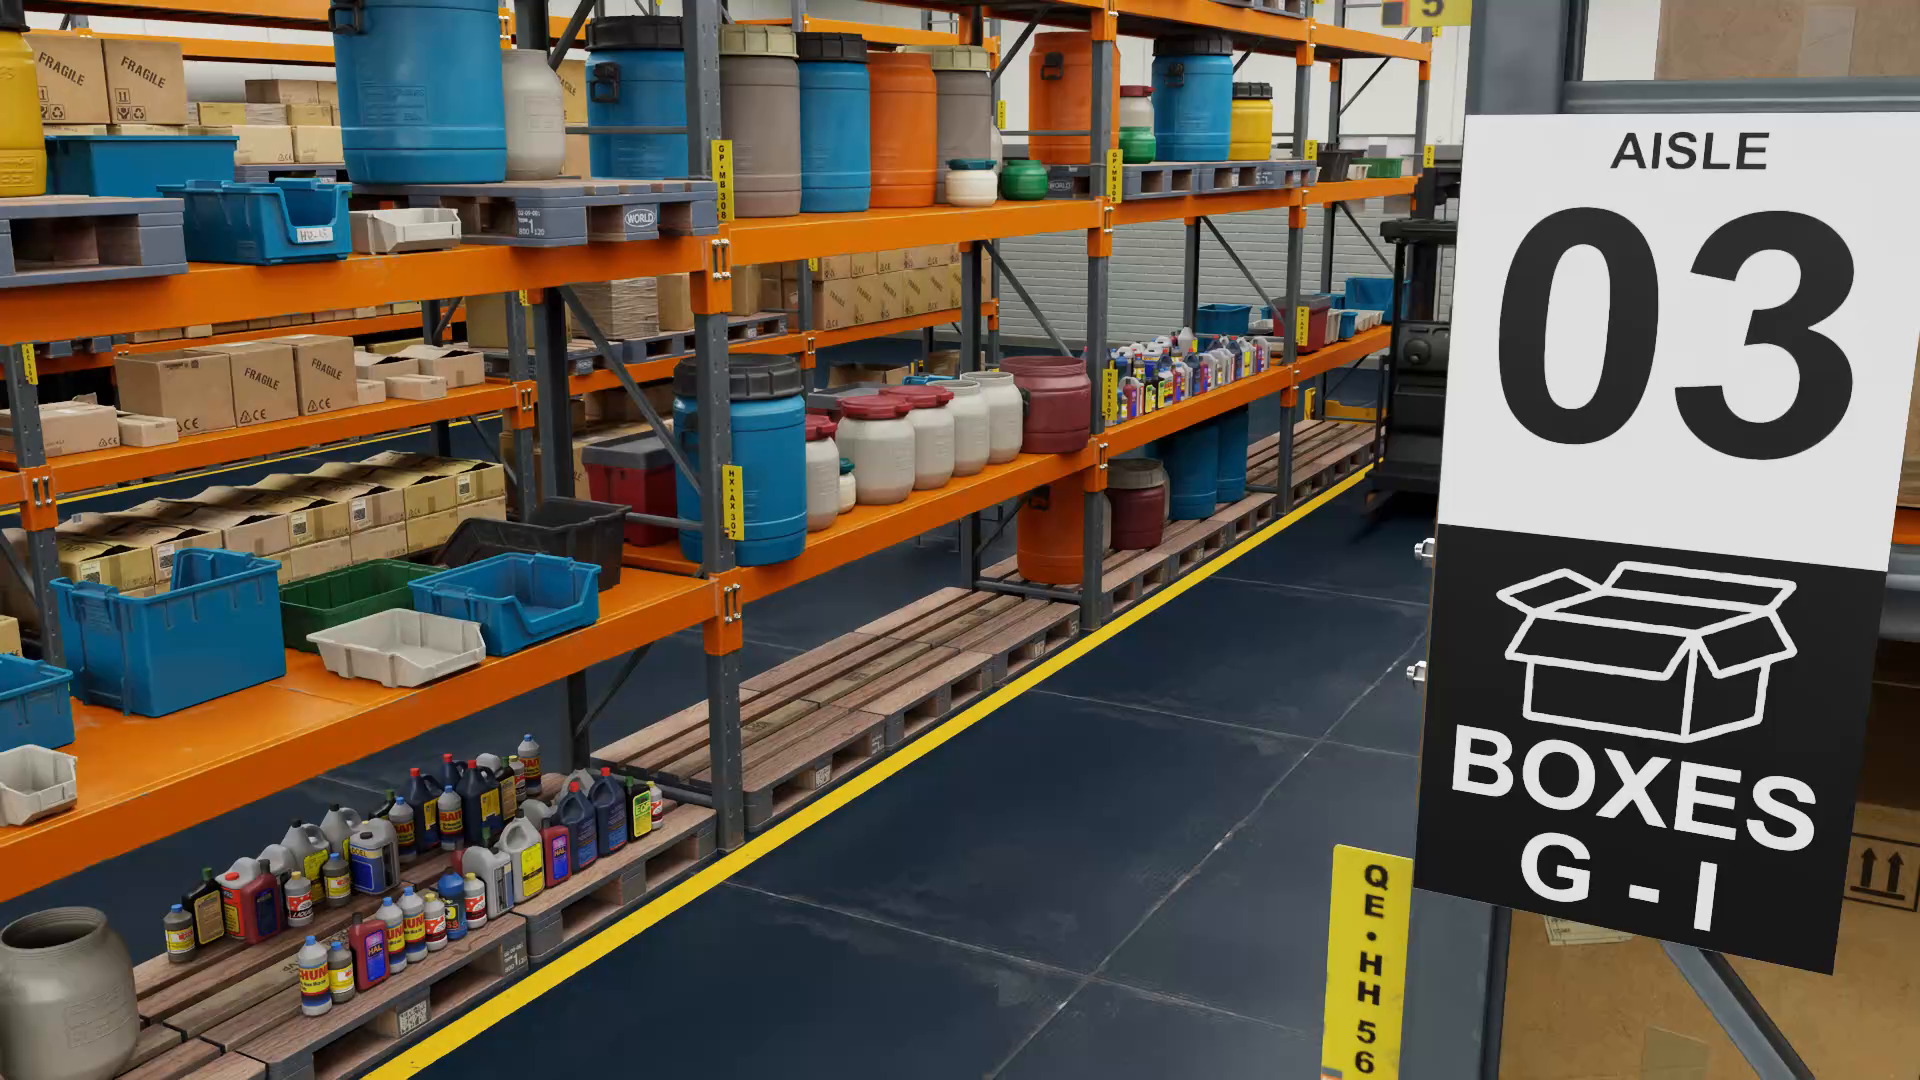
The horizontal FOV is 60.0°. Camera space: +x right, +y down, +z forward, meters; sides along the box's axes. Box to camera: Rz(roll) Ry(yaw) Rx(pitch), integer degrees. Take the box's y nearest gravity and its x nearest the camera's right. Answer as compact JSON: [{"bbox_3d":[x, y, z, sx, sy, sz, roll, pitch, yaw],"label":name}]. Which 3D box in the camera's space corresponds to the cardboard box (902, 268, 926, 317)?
[{"bbox_3d":[-0.709,-2.730,18.243,0.500,0.500,0.500,7,15,27],"label":"cardboard box"}]

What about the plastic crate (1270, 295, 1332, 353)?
[{"bbox_3d":[3.059,-1.948,14.950,0.402,0.464,0.583,7,15,28],"label":"plastic crate"}]

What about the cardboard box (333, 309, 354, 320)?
[{"bbox_3d":[-6.699,-2.436,17.730,0.380,0.149,0.250,7,15,28],"label":"cardboard box"}]

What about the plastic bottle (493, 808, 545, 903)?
[{"bbox_3d":[-1.768,1.252,6.652,0.144,0.351,0.185,7,15,28],"label":"plastic bottle"}]

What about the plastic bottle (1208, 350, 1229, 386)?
[{"bbox_3d":[2.014,-1.349,12.995,0.152,0.276,0.135,7,15,28],"label":"plastic bottle"}]

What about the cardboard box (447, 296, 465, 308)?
[{"bbox_3d":[-5.989,-3.111,19.397,0.980,0.700,0.700,8,16,29],"label":"cardboard box"}]

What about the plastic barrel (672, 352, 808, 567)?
[{"bbox_3d":[-1.008,-0.380,7.642,0.600,0.901,0.708,7,15,28],"label":"plastic barrel"}]

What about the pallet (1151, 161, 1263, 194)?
[{"bbox_3d":[1.568,-2.695,12.313,1.003,0.211,1.213,7,15,28],"label":"pallet"}]

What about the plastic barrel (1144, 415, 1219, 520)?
[{"bbox_3d":[1.787,-0.662,13.462,0.600,0.901,0.708,7,15,28],"label":"plastic barrel"}]

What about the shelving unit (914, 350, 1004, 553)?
[{"bbox_3d":[-0.003,-0.728,13.352,0.431,1.500,0.755,7,15,28],"label":"shelving unit"}]

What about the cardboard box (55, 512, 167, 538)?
[{"bbox_3d":[-5.604,-0.017,10.978,0.500,0.311,0.500,8,16,30],"label":"cardboard box"}]

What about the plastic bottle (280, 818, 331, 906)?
[{"bbox_3d":[-2.600,1.265,6.601,0.144,0.351,0.185,8,16,30],"label":"plastic bottle"}]

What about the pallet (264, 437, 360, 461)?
[{"bbox_3d":[-7.161,-1.082,17.571,1.003,0.211,1.213,7,15,28],"label":"pallet"}]

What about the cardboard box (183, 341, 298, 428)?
[{"bbox_3d":[-4.912,-1.069,11.354,0.500,0.500,0.500,7,15,28],"label":"cardboard box"}]

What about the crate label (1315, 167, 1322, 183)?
[{"bbox_3d":[2.897,-3.131,14.282,0.293,0.136,0.466,7,15,28],"label":"crate label"}]

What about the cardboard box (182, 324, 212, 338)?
[{"bbox_3d":[-7.505,-2.060,16.169,0.380,0.149,0.250,8,16,30],"label":"cardboard box"}]

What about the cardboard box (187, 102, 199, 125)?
[{"bbox_3d":[-7.805,-3.976,16.075,0.700,0.500,0.500,6,15,25],"label":"cardboard box"}]

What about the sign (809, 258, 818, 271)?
[{"bbox_3d":[-1.439,-2.796,16.260,0.100,0.325,0.005,7,15,28],"label":"sign"}]

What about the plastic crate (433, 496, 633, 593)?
[{"bbox_3d":[-1.824,0.031,7.136,0.767,0.338,0.504,7,15,28],"label":"plastic crate"}]

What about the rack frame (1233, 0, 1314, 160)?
[{"bbox_3d":[2.407,-4.650,13.619,1.000,3.000,0.127,7,15,28],"label":"rack frame"}]

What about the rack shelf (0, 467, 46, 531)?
[{"bbox_3d":[-6.761,0.106,8.228,1.077,0.370,4.000,7,15,28],"label":"rack shelf"}]

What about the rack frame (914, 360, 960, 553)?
[{"bbox_3d":[-0.180,-0.653,13.041,0.400,1.500,0.023,7,15,28],"label":"rack frame"}]

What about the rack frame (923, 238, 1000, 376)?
[{"bbox_3d":[0.007,-3.116,20.058,1.000,3.000,0.127,7,15,28],"label":"rack frame"}]

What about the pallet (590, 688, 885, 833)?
[{"bbox_3d":[-1.114,1.098,8.528,1.003,0.211,1.213,7,15,28],"label":"pallet"}]

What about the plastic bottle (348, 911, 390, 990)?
[{"bbox_3d":[-2.119,1.454,5.958,0.061,0.283,0.133,8,16,29],"label":"plastic bottle"}]

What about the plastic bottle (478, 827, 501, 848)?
[{"bbox_3d":[-1.870,1.279,6.686,0.061,0.283,0.133,7,15,28],"label":"plastic bottle"}]

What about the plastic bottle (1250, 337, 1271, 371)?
[{"bbox_3d":[2.500,-1.555,13.850,0.152,0.276,0.135,7,15,28],"label":"plastic bottle"}]

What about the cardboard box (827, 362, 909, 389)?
[{"bbox_3d":[-1.023,-1.681,18.496,0.797,0.503,0.637,7,15,28],"label":"cardboard box"}]

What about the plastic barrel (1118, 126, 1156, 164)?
[{"bbox_3d":[1.187,-2.691,11.330,0.294,0.245,0.294,0,14,0],"label":"plastic barrel"}]

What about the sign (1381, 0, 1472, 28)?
[{"bbox_3d":[0.466,-0.666,1.605,0.100,0.325,0.005,7,15,28],"label":"sign"}]

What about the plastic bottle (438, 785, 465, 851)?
[{"bbox_3d":[-2.178,1.183,7.111,0.097,0.271,0.097,0,14,0],"label":"plastic bottle"}]

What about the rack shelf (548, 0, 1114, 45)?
[{"bbox_3d":[-0.493,-2.874,8.644,1.077,0.370,4.000,7,15,28],"label":"rack shelf"}]

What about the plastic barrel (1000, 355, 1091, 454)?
[{"bbox_3d":[0.515,-0.849,10.365,0.600,0.536,0.708,7,15,28],"label":"plastic barrel"}]

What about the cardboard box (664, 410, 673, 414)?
[{"bbox_3d":[-2.404,-0.957,15.497,0.500,0.500,0.500,8,16,29],"label":"cardboard box"}]

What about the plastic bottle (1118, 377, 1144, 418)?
[{"bbox_3d":[1.189,-0.999,11.543,0.152,0.276,0.135,7,15,28],"label":"plastic bottle"}]

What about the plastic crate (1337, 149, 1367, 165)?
[{"bbox_3d":[3.911,-3.901,17.194,0.497,0.269,0.590,7,15,28],"label":"plastic crate"}]

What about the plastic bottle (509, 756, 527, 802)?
[{"bbox_3d":[-2.047,1.091,7.639,0.097,0.201,0.097,0,14,0],"label":"plastic bottle"}]

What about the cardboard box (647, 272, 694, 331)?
[{"bbox_3d":[-2.727,-2.178,15.060,0.700,0.500,0.500,3,14,14],"label":"cardboard box"}]

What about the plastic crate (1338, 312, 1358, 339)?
[{"bbox_3d":[3.573,-2.051,15.871,0.416,0.233,0.300,7,15,28],"label":"plastic crate"}]

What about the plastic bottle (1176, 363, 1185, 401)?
[{"bbox_3d":[1.604,-1.160,12.218,0.097,0.271,0.097,0,14,0],"label":"plastic bottle"}]

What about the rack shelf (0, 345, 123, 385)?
[{"bbox_3d":[-9.166,-1.275,13.957,1.077,0.370,4.000,7,15,28],"label":"rack shelf"}]

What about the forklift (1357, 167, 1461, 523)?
[{"bbox_3d":[4.203,-1.697,14.317,1.130,2.935,3.031,7,15,26],"label":"forklift"}]

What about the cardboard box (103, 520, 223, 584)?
[{"bbox_3d":[-5.130,0.047,10.711,0.500,0.311,0.500,7,15,27],"label":"cardboard box"}]

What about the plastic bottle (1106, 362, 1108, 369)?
[{"bbox_3d":[1.064,-1.243,12.539,0.061,0.283,0.133,7,15,28],"label":"plastic bottle"}]

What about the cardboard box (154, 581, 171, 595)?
[{"bbox_3d":[-5.134,0.319,10.780,0.500,0.250,0.500,8,16,29],"label":"cardboard box"}]

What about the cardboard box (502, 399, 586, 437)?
[{"bbox_3d":[-3.590,-1.068,14.359,0.500,0.250,0.500,8,16,30],"label":"cardboard box"}]

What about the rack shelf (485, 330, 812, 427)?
[{"bbox_3d":[-2.894,-1.535,15.036,1.077,0.370,4.000,7,15,28],"label":"rack shelf"}]

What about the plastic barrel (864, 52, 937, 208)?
[{"bbox_3d":[-0.430,-2.301,9.363,0.600,0.830,0.708,7,15,28],"label":"plastic barrel"}]

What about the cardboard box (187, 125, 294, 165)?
[{"bbox_3d":[-4.816,-2.629,11.061,0.500,0.250,0.500,6,15,23],"label":"cardboard box"}]

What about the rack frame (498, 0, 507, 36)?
[{"bbox_3d":[-3.861,-4.391,12.546,1.000,3.000,0.127,7,15,28],"label":"rack frame"}]

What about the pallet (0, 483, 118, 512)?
[{"bbox_3d":[-8.578,-0.519,15.237,1.003,0.211,1.213,7,15,28],"label":"pallet"}]

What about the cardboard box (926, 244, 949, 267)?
[{"bbox_3d":[-0.458,-3.317,18.547,0.500,0.500,0.500,8,16,30],"label":"cardboard box"}]

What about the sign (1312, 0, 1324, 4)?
[{"bbox_3d":[2.888,-4.485,13.384,0.100,0.325,0.005,7,15,28],"label":"sign"}]

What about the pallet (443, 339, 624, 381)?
[{"bbox_3d":[-3.594,-1.528,13.882,1.213,0.211,1.003,7,15,28],"label":"pallet"}]
